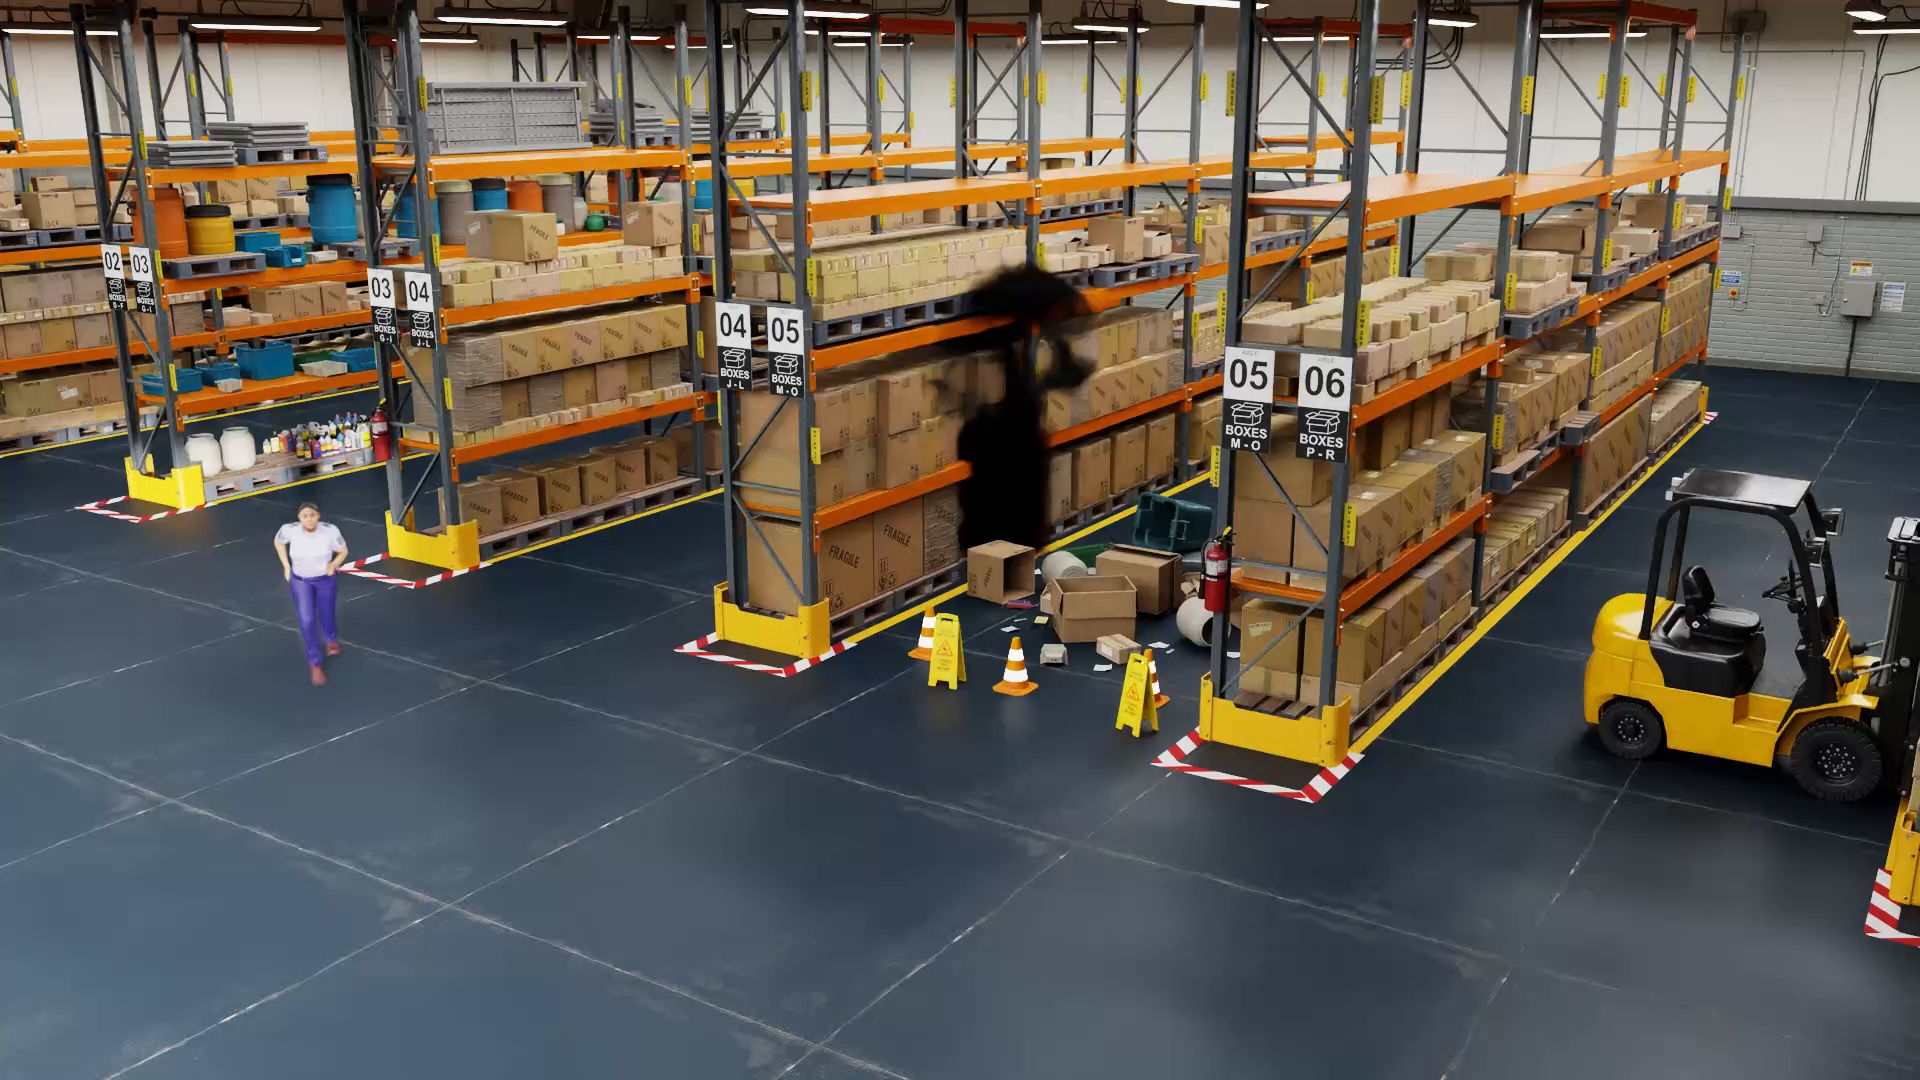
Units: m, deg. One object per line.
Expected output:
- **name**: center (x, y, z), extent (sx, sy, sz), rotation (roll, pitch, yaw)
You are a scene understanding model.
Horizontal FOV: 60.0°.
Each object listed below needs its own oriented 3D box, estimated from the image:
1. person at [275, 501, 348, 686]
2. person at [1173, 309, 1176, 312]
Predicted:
- **person**: center (-5.750, 0.399, 14.840), extent (0.597, 1.643, 0.890), rotation (-6, 17, -22)
- **person**: center (3.216, -2.737, 25.533), extent (0.654, 1.617, 0.800), rotation (7, 17, 24)
